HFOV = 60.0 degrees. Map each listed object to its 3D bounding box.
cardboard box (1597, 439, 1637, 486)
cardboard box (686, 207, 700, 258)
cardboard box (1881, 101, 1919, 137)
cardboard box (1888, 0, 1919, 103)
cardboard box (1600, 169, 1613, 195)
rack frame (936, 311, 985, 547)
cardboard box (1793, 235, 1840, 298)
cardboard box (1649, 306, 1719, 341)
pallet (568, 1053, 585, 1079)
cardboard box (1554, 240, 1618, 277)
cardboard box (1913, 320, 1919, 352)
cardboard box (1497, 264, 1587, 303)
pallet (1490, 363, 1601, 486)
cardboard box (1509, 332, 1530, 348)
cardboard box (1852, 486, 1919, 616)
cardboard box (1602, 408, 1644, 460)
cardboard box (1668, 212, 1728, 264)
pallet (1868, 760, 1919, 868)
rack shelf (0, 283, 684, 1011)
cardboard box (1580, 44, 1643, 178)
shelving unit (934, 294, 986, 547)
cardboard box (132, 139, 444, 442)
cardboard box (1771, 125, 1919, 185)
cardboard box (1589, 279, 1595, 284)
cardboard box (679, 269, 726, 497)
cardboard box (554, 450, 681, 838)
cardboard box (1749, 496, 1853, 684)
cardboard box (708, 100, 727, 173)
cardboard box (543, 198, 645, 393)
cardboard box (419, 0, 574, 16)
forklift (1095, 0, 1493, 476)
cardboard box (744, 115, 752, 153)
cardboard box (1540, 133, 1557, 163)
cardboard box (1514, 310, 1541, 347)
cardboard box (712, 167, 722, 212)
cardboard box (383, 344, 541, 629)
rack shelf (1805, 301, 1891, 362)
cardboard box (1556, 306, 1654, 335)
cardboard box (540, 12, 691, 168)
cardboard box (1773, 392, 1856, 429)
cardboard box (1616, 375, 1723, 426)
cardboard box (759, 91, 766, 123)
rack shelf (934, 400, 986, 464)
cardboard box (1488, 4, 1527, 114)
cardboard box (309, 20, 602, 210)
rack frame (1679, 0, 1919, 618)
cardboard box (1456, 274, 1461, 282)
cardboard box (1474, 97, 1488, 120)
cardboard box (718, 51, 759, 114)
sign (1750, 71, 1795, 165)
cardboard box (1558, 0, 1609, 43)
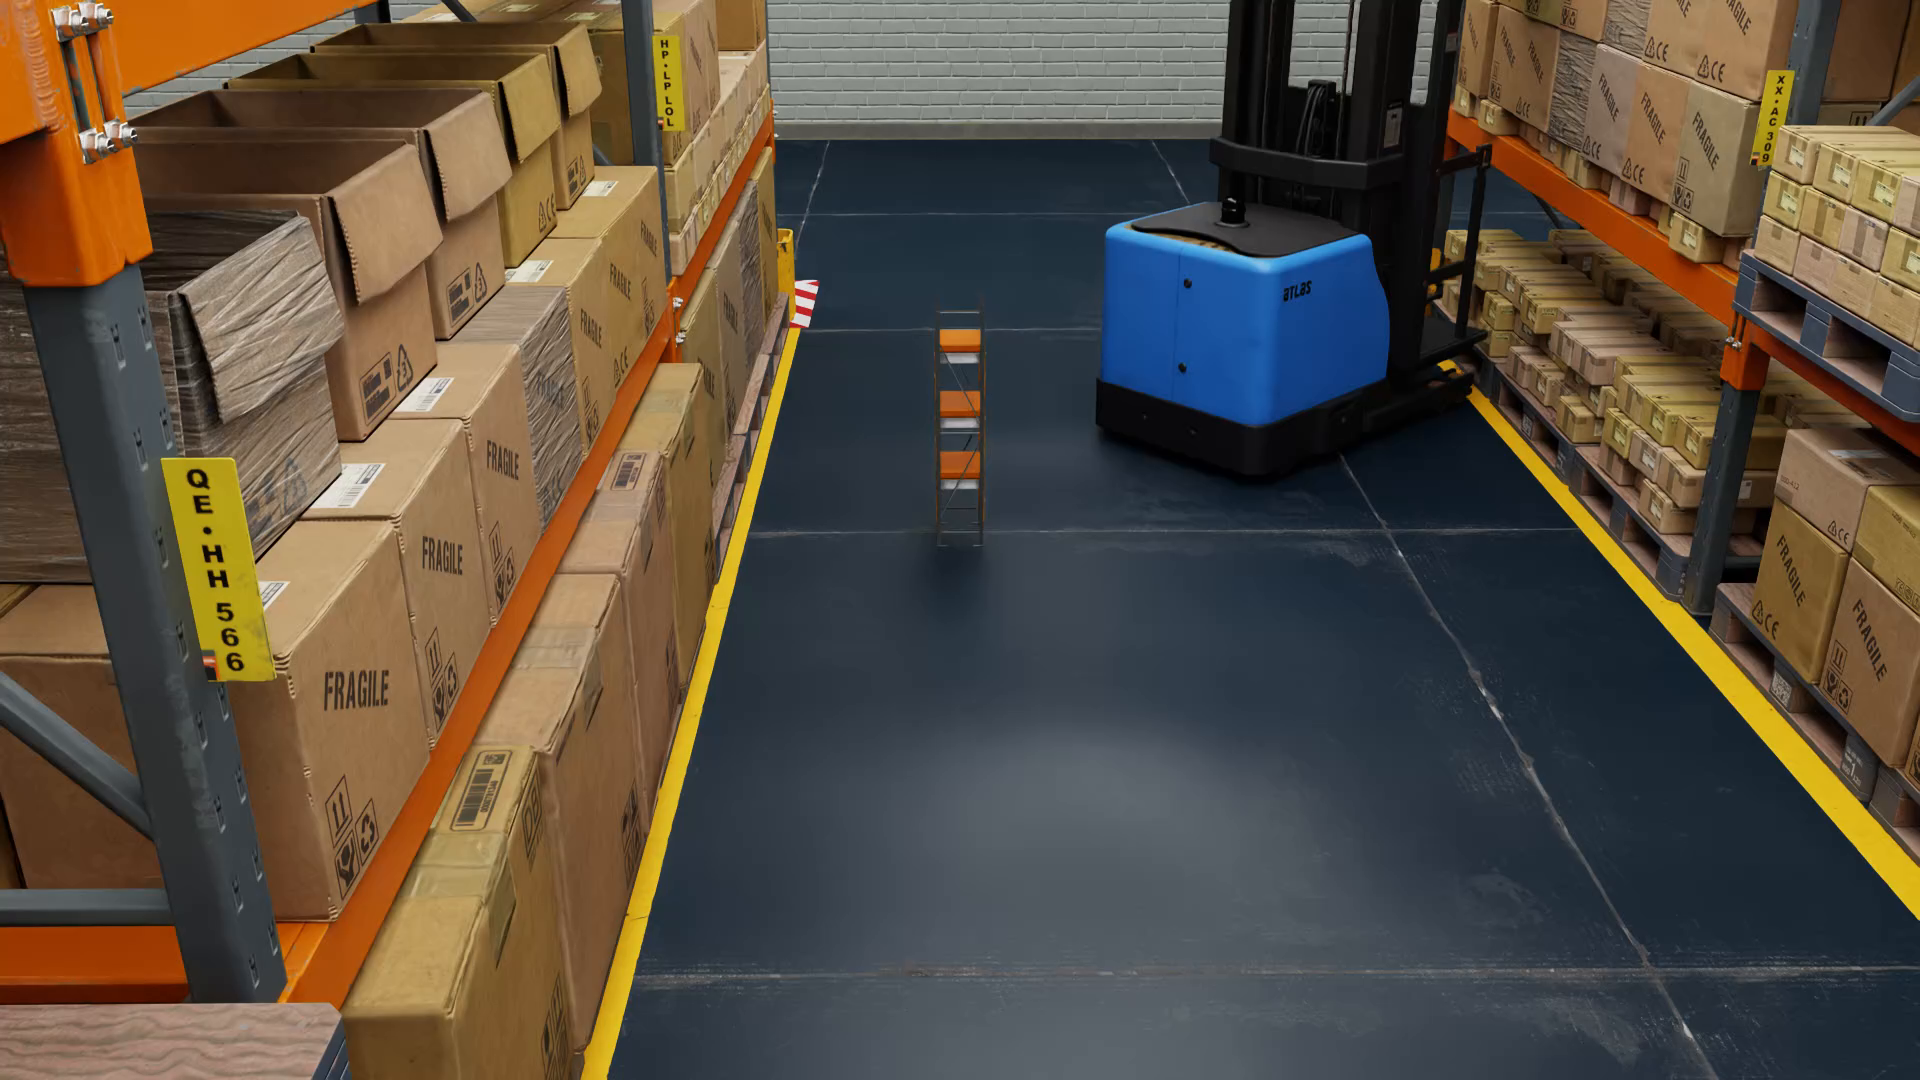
[{"bbox_3d":[3.059,-0.356,7.347,0.380,0.149,0.250,-1,24,-2],"label":"cardboard box"},{"bbox_3d":[-1.244,-1.224,6.621,0.380,0.149,0.250,-1,24,-2],"label":"cardboard box"},{"bbox_3d":[3.637,-1.474,6.386,0.500,0.500,0.500,-1,24,-2],"label":"cardboard box"},{"bbox_3d":[3.629,-1.911,6.140,0.500,0.500,0.500,0,24,1],"label":"cardboard box"},{"bbox_3d":[3.138,-1.629,7.517,0.380,0.149,0.250,-1,24,-1],"label":"cardboard box"},{"bbox_3d":[0.001,-0.450,6.971,0.200,1.050,0.008,0,24,-1],"label":"rack frame"},{"bbox_3d":[2.944,-0.886,5.364,0.380,0.149,0.250,0,24,0],"label":"cardboard box"},{"bbox_3d":[3.603,-1.038,8.133,0.380,0.149,0.250,0,24,0],"label":"cardboard box"},{"bbox_3d":[-1.460,1.487,3.707,1.003,0.211,1.213,0,24,-1],"label":"pallet"},{"bbox_3d":[3.552,-1.578,9.328,0.380,0.149,0.250,0,24,0],"label":"cardboard box"},{"bbox_3d":[2.948,-0.574,4.675,0.380,0.149,0.250,-1,24,-3],"label":"cardboard box"},{"bbox_3d":[3.097,-1.363,8.851,0.380,0.149,0.250,-1,24,-3],"label":"cardboard box"},{"bbox_3d":[3.332,-0.598,8.315,1.003,0.211,1.213,0,24,-1],"label":"pallet"},{"bbox_3d":[3.118,-0.991,8.750,0.380,0.149,0.250,0,24,0],"label":"cardboard box"},{"bbox_3d":[3.143,0.043,5.128,0.500,0.250,0.500,0,24,1],"label":"cardboard box"},{"bbox_3d":[3.034,-0.466,7.228,0.380,0.149,0.250,-1,24,-2],"label":"cardboard box"},{"bbox_3d":[3.042,-1.195,6.558,0.380,0.149,0.250,-1,24,-2],"label":"cardboard box"},{"bbox_3d":[3.417,1.008,4.766,1.003,0.211,1.213,0,24,-1],"label":"pallet"},{"bbox_3d":[-1.548,0.045,4.383,1.077,0.370,4.000,0,24,-1],"label":"rack shelf"},{"bbox_3d":[3.094,-1.886,7.297,0.500,0.500,0.500,0,24,-1],"label":"cardboard box"},{"bbox_3d":[-0.001,-0.500,7.082,0.215,1.050,0.252,0,24,-1],"label":"shelving unit"},{"bbox_3d":[-1.523,-0.531,3.446,0.797,0.503,0.637,0,24,1],"label":"cardboard box"},{"bbox_3d":[2.935,-1.271,5.494,0.380,0.149,0.250,1,24,2],"label":"cardboard box"},{"bbox_3d":[3.646,-1.333,9.147,0.380,0.149,0.250,-1,24,-3],"label":"cardboard box"},{"bbox_3d":[-1.497,-0.602,7.011,0.875,0.875,0.875,0,24,-1],"label":"cardboard box"},{"bbox_3d":[-1.532,0.302,5.012,1.225,0.875,0.875,-1,24,-2],"label":"cardboard box"},{"bbox_3d":[3.134,0.166,5.767,0.500,0.500,0.500,1,24,1],"label":"cardboard box"},{"bbox_3d":[-1.325,-1.787,7.383,0.500,0.250,0.500,0,24,1],"label":"cardboard box"},{"bbox_3d":[-1.293,-0.757,5.162,0.500,0.500,0.500,0,24,1],"label":"cardboard box"},{"bbox_3d":[-1.844,-1.910,6.745,0.500,0.500,0.500,0,24,0],"label":"cardboard box"},{"bbox_3d":[2.092,-2.142,8.430,3.031,2.935,1.130,-22,32,-39],"label":"forklift"},{"bbox_3d":[-1.268,-2.075,8.502,0.380,0.149,0.250,-1,24,-2],"label":"cardboard box"},{"bbox_3d":[3.109,-1.951,8.228,0.380,0.149,0.250,-1,24,-2],"label":"cardboard box"},{"bbox_3d":[3.126,-1.118,8.671,0.380,0.149,0.250,-1,24,-3],"label":"cardboard box"},{"bbox_3d":[-1.255,-1.546,7.334,0.380,0.149,0.250,-1,24,-1],"label":"cardboard box"},{"bbox_3d":[-1.277,-0.129,3.774,0.500,0.500,0.500,-1,24,-2],"label":"cardboard box"},{"bbox_3d":[3.413,-0.025,4.300,0.919,0.124,3.809,0,24,-1],"label":"rack shelf"},{"bbox_3d":[3.146,-1.036,8.130,0.380,0.149,0.250,0,24,0],"label":"cardboard box"},{"bbox_3d":[-1.320,-1.714,6.311,0.500,0.500,0.500,0,24,-1],"label":"cardboard box"},{"bbox_3d":[3.650,-0.508,6.960,0.380,0.149,0.250,1,24,2],"label":"cardboard box"},{"bbox_3d":[3.074,-0.604,7.174,0.380,0.149,0.250,0,24,-1],"label":"cardboard box"},{"bbox_3d":[-1.276,-2.388,9.195,0.380,0.149,0.250,0,24,0],"label":"cardboard box"},{"bbox_3d":[-0.001,-0.491,7.087,0.215,0.259,0.240,0,24,-1],"label":"rack shelf"},{"bbox_3d":[3.107,-2.510,8.678,0.500,0.500,0.500,0,24,0],"label":"cardboard box"},{"bbox_3d":[-1.555,-1.346,5.248,0.797,0.503,0.637,-1,24,-2],"label":"cardboard box"},{"bbox_3d":[3.391,-1.088,6.015,1.000,3.000,0.127,0,24,-1],"label":"rack frame"},{"bbox_3d":[3.096,-1.547,9.619,0.380,0.149,0.250,1,24,2],"label":"cardboard box"},{"bbox_3d":[3.067,-2.382,9.181,0.380,0.149,0.250,1,24,1],"label":"cardboard box"},{"bbox_3d":[-1.338,-2.415,8.770,0.500,0.250,0.500,-1,24,-1],"label":"cardboard box"},{"bbox_3d":[2.848,-1.476,5.824,0.100,0.325,0.005,0,24,-1],"label":"sign"},{"bbox_3d":[3.091,-2.554,7.561,0.500,0.500,0.500,-1,24,-2],"label":"cardboard box"}]
